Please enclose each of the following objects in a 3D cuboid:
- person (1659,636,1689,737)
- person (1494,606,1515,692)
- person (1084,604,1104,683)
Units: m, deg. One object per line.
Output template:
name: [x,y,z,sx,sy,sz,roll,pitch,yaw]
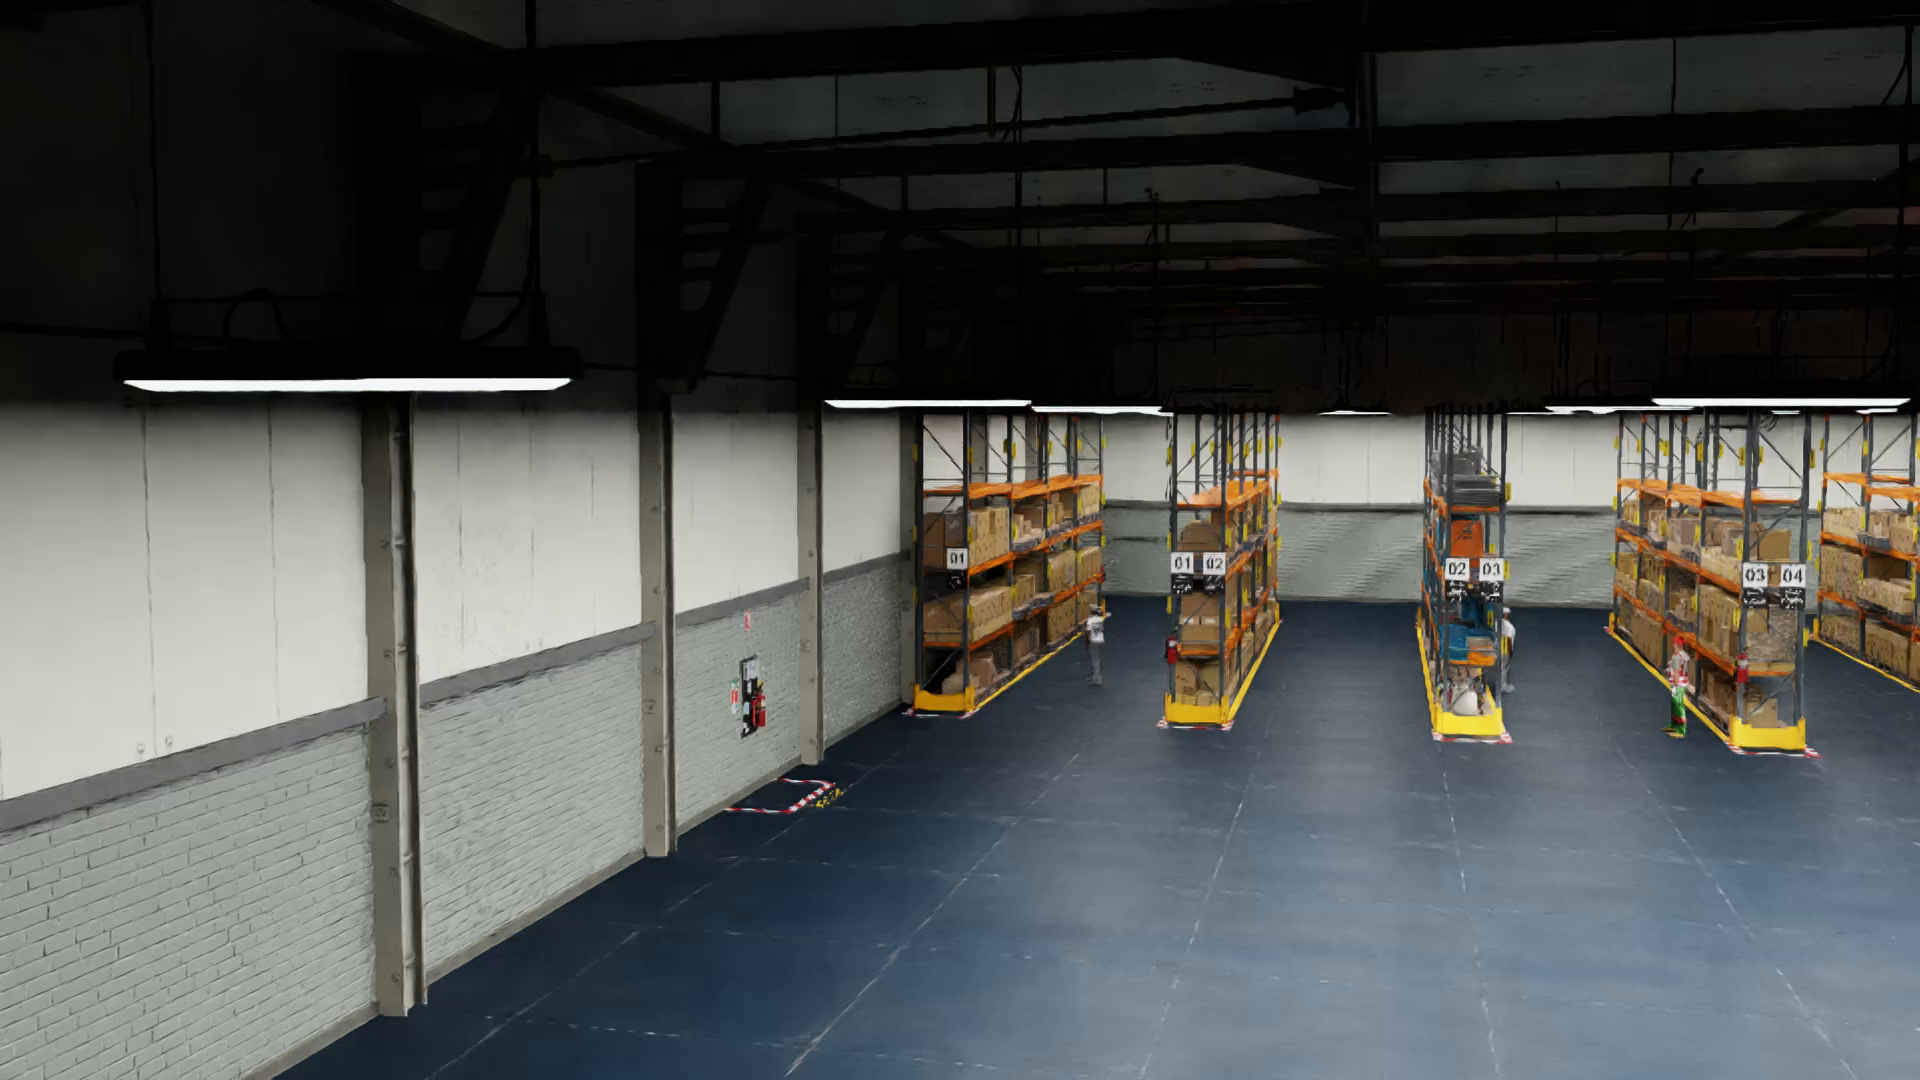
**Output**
person: [12.829,2.609,29.856,0.486,1.787,0.608,3,5,37]
person: [11.423,2.257,34.748,0.452,1.768,0.632,0,4,-3]
person: [2.894,2.226,35.901,0.551,1.665,0.573,4,6,44]
